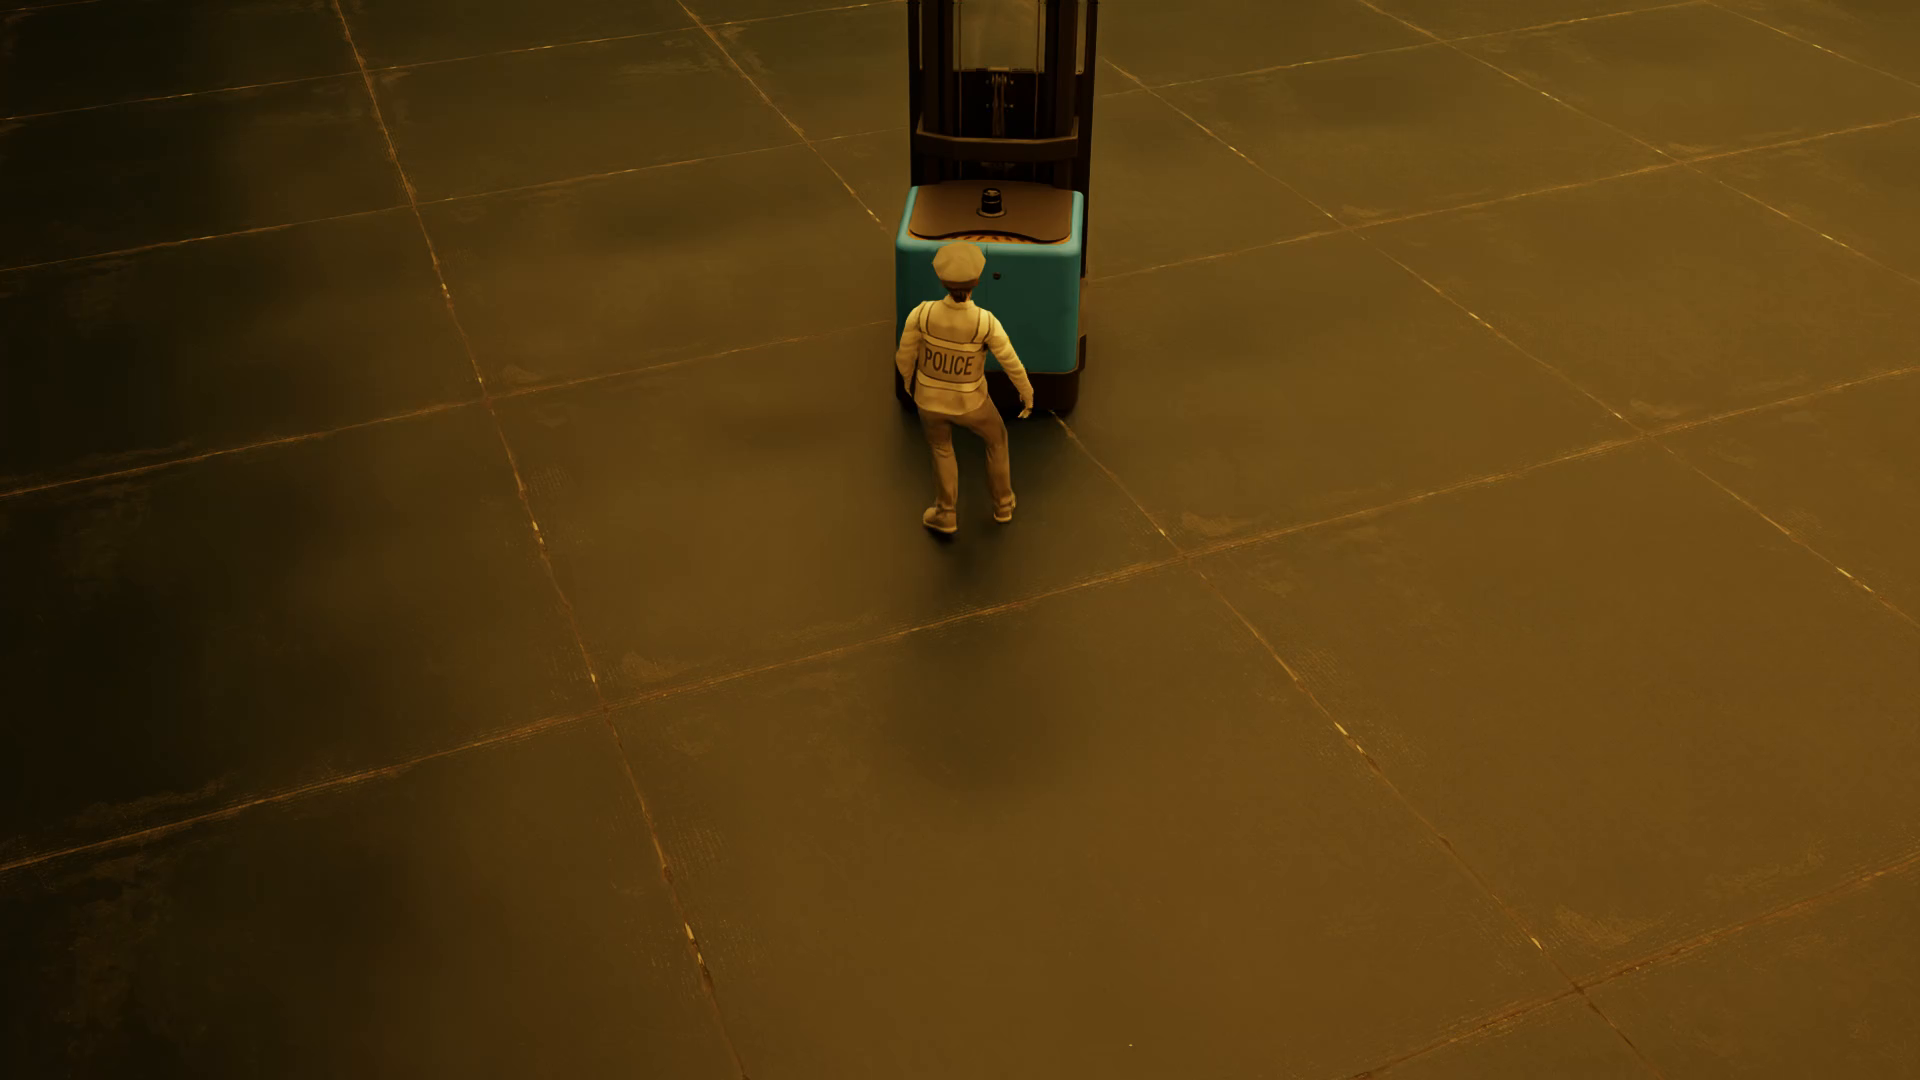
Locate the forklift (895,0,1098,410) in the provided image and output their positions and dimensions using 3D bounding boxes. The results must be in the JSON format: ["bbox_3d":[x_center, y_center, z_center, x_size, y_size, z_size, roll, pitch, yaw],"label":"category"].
[{"bbox_3d":[0.265,-2.775,10.001,1.130,2.935,3.031,3,36,4],"label":"forklift"}]

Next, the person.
[{"bbox_3d":[0.038,-0.766,8.299,0.671,1.628,0.569,6,36,9],"label":"person"}]
